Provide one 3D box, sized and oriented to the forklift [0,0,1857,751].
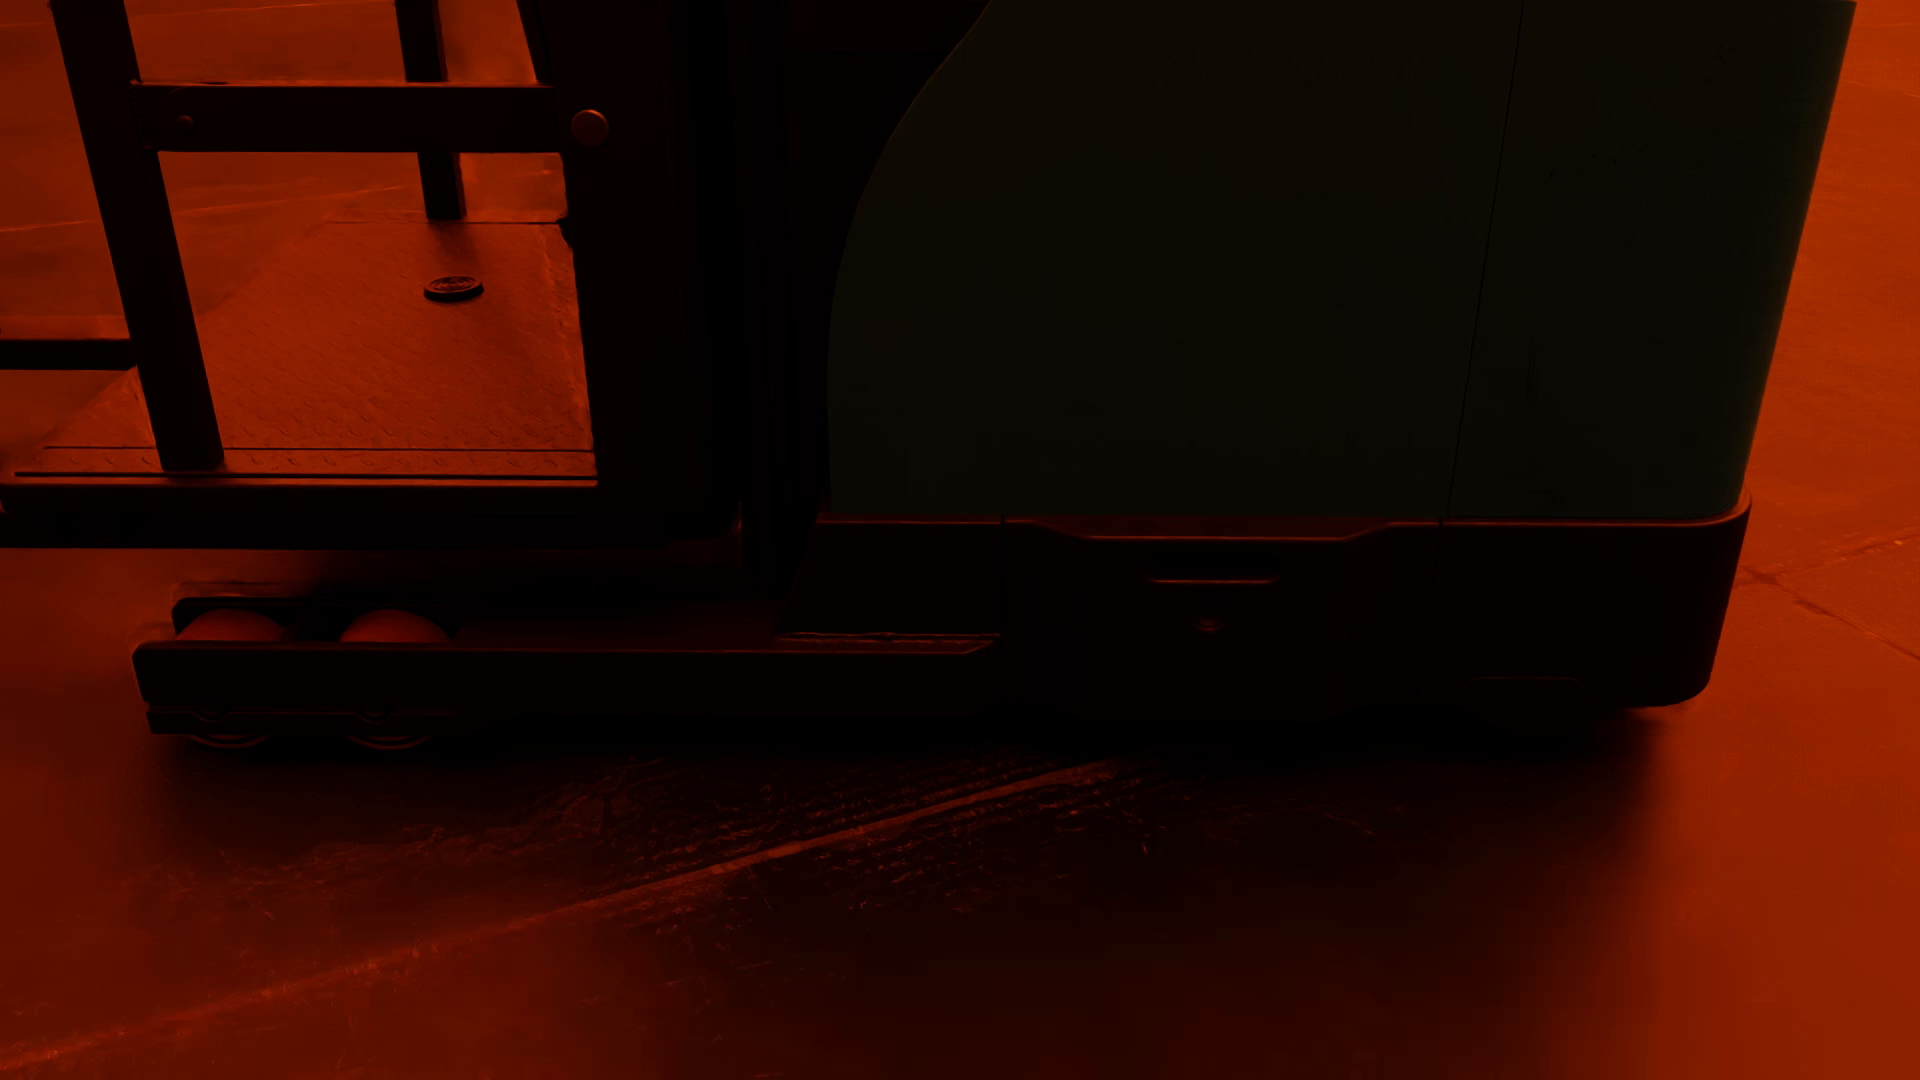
[{"bbox_3d":[-0.592,-1.292,1.807,3.031,2.935,1.130,0,27,1],"label":"forklift"}]
